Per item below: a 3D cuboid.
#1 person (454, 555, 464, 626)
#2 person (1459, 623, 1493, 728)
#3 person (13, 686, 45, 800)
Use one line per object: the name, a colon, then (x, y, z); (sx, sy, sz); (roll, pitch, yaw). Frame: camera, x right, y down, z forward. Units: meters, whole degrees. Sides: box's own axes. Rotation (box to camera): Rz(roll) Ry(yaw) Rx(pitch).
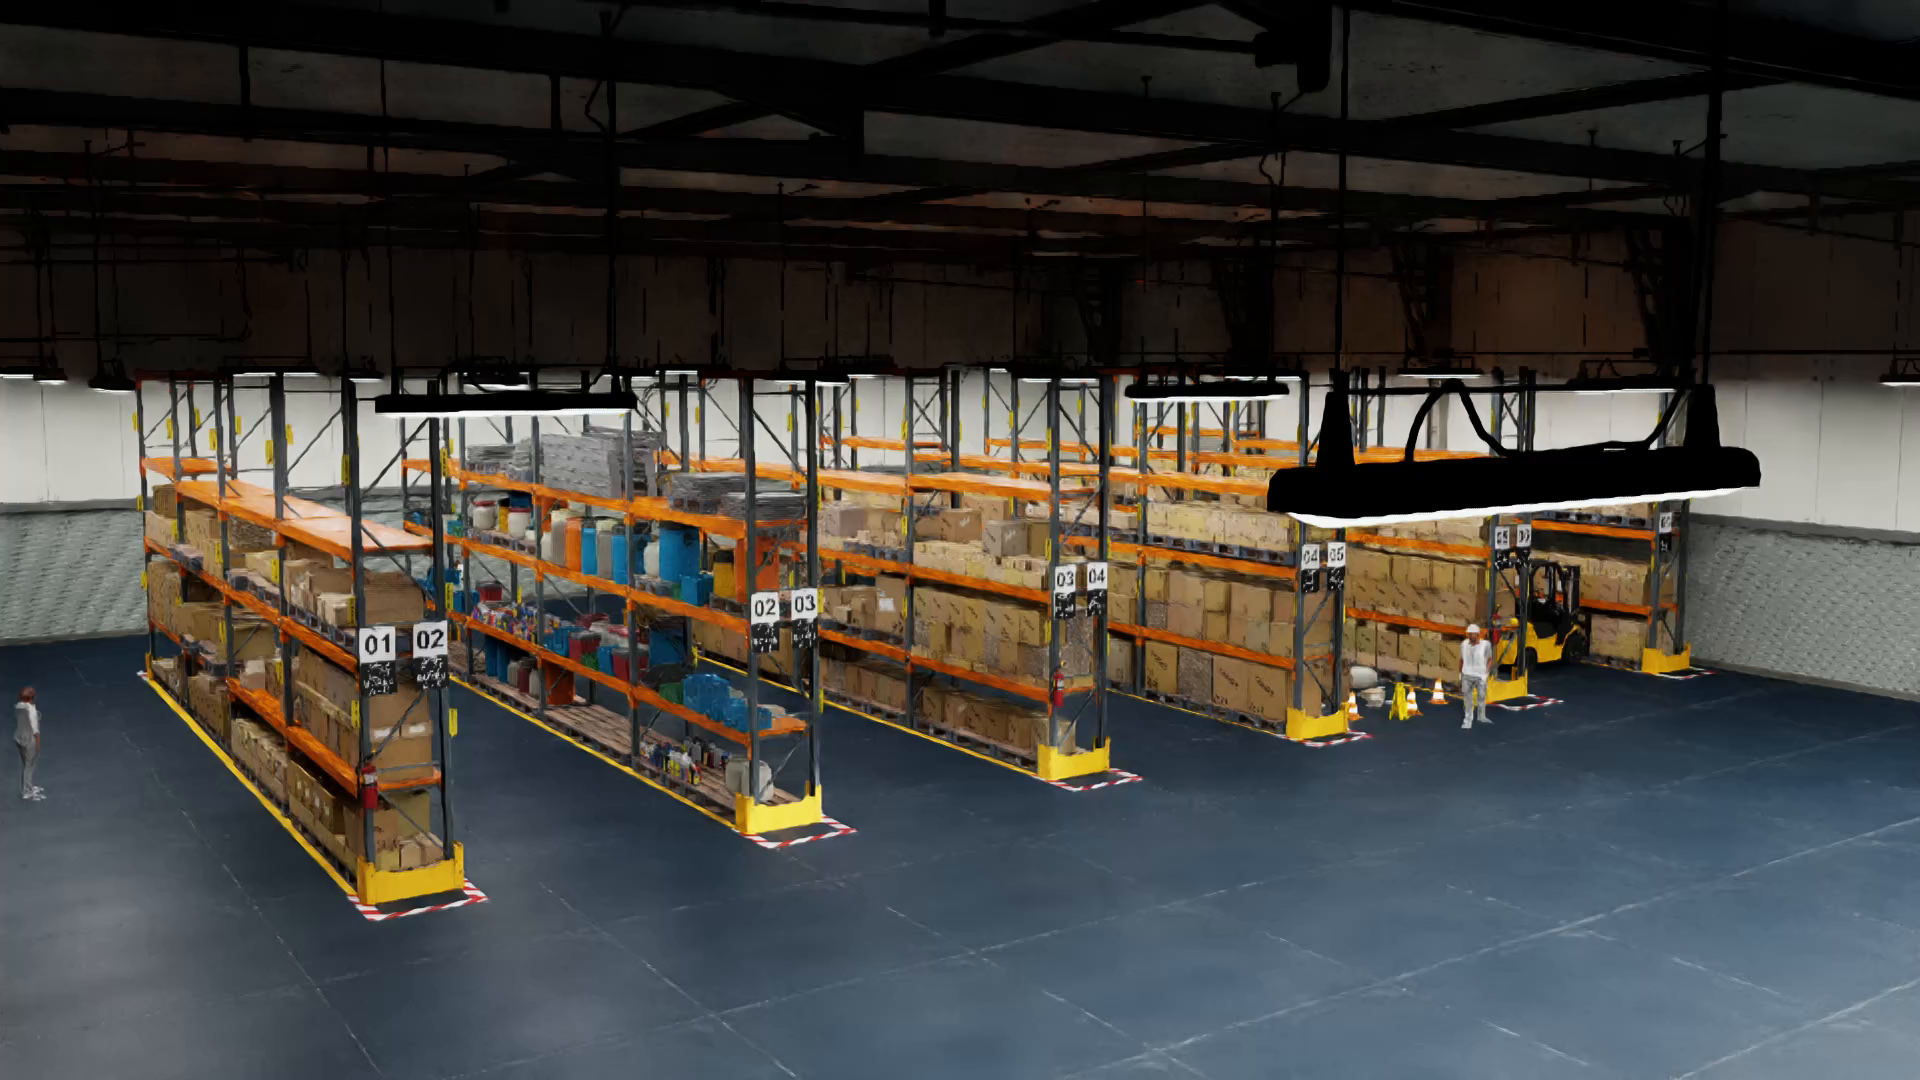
person: (-11.597, 1.154, 38.669); (0.517, 1.651, 0.517); (0, 6, 3)
person: (8.716, 2.284, 28.140); (0.567, 1.783, 0.714); (3, 7, 27)
person: (-13.194, 2.862, 23.611); (0.506, 1.602, 0.420); (4, 8, 31)
